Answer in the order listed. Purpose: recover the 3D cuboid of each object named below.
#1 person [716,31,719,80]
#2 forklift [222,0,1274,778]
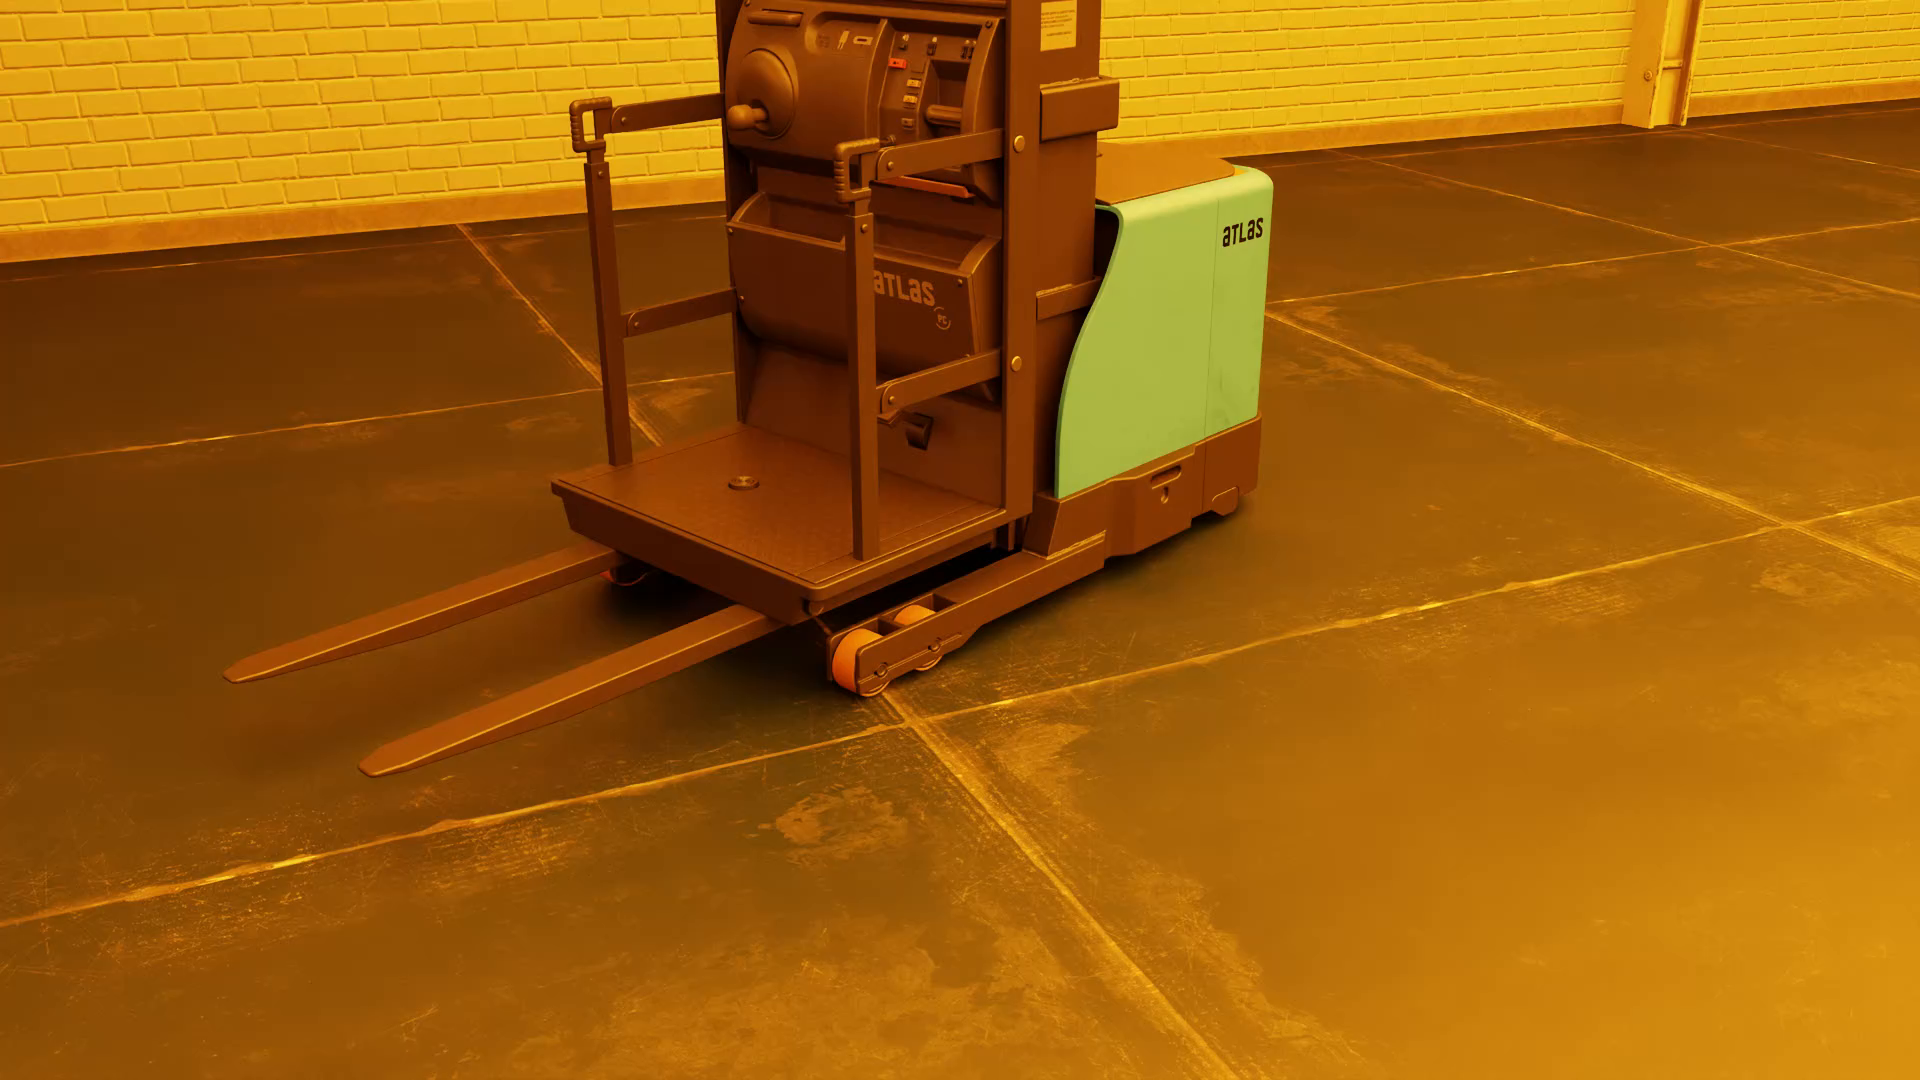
[{"bbox_3d":[-0.668,-1.583,6.656,0.565,1.722,0.633,-4,23,-10],"label":"person"},{"bbox_3d":[-0.413,-1.182,4.131,1.130,2.935,3.031,19,29,39],"label":"forklift"}]
